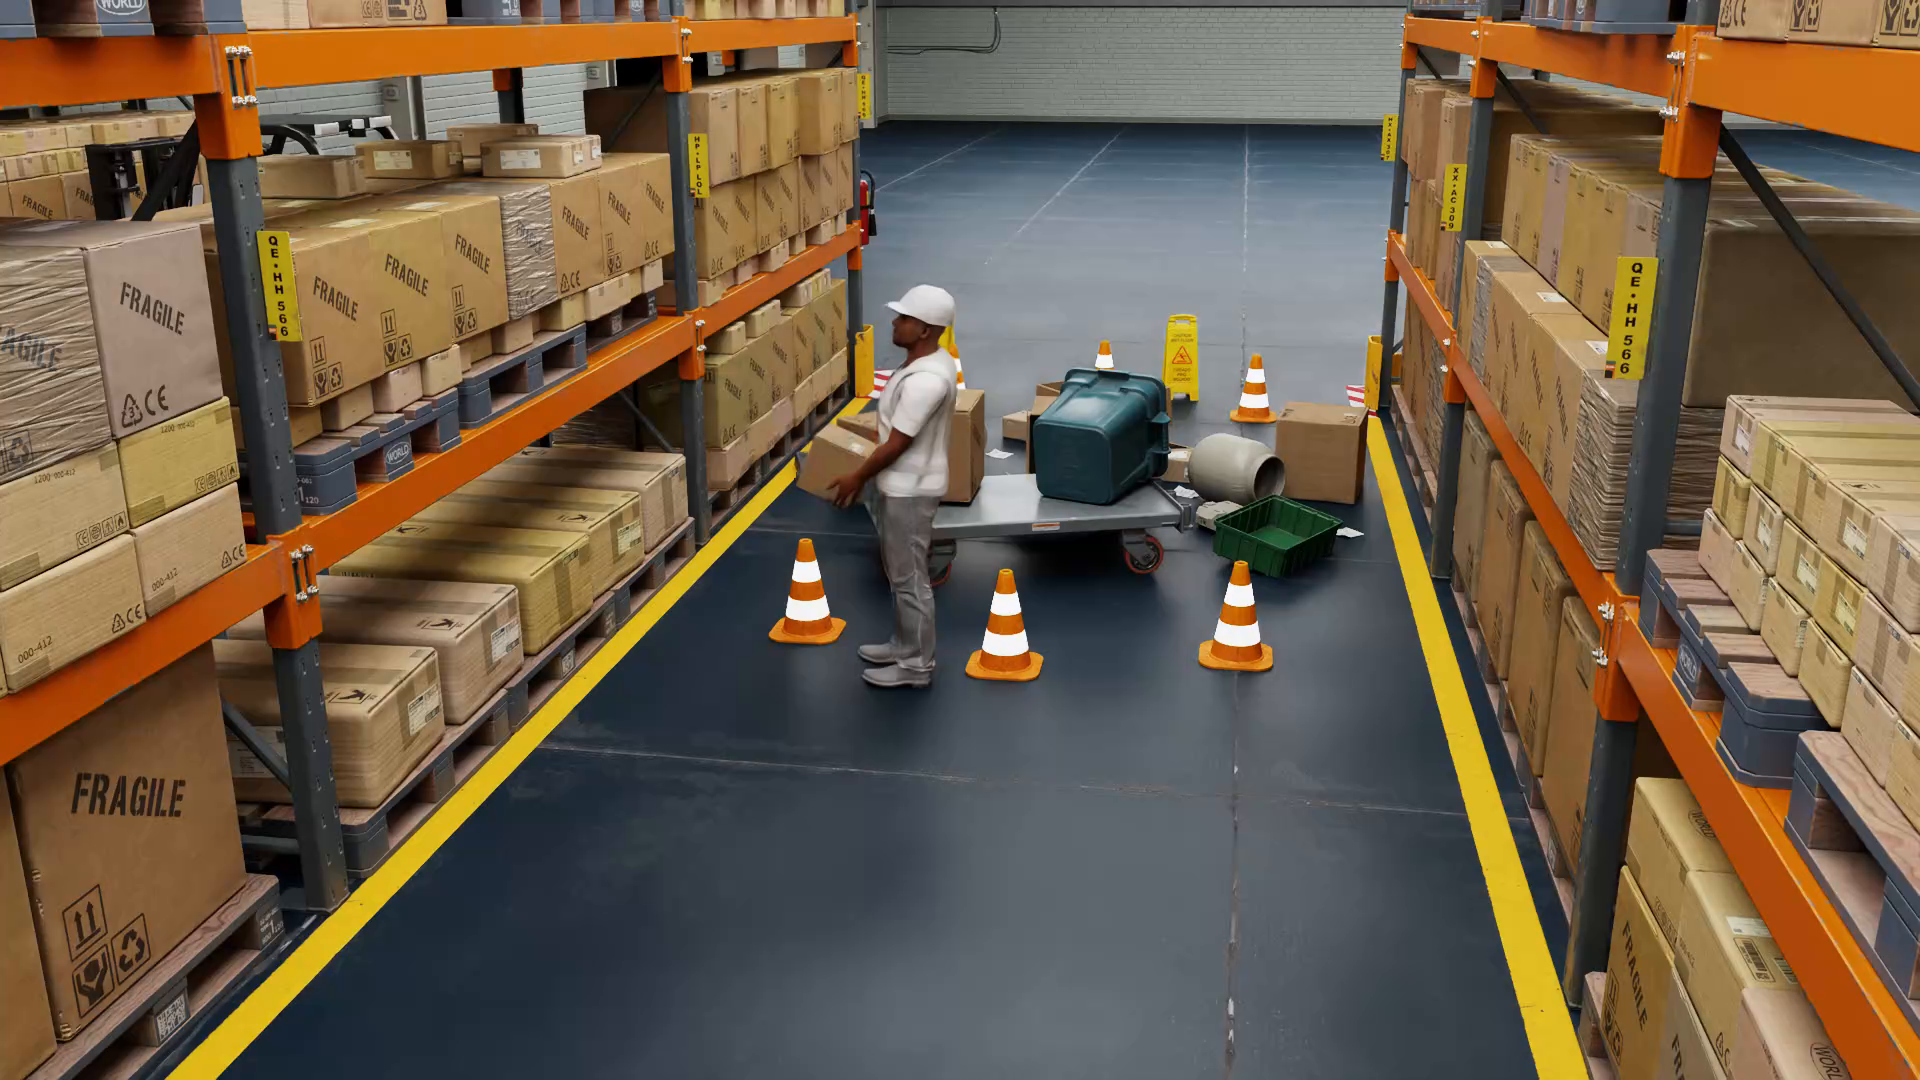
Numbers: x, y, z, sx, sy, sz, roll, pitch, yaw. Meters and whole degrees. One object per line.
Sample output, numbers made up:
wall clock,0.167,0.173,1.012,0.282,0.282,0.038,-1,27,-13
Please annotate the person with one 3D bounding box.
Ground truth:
person,-0.290,-0.226,7.213,0.559,1.772,0.543,0,18,0
